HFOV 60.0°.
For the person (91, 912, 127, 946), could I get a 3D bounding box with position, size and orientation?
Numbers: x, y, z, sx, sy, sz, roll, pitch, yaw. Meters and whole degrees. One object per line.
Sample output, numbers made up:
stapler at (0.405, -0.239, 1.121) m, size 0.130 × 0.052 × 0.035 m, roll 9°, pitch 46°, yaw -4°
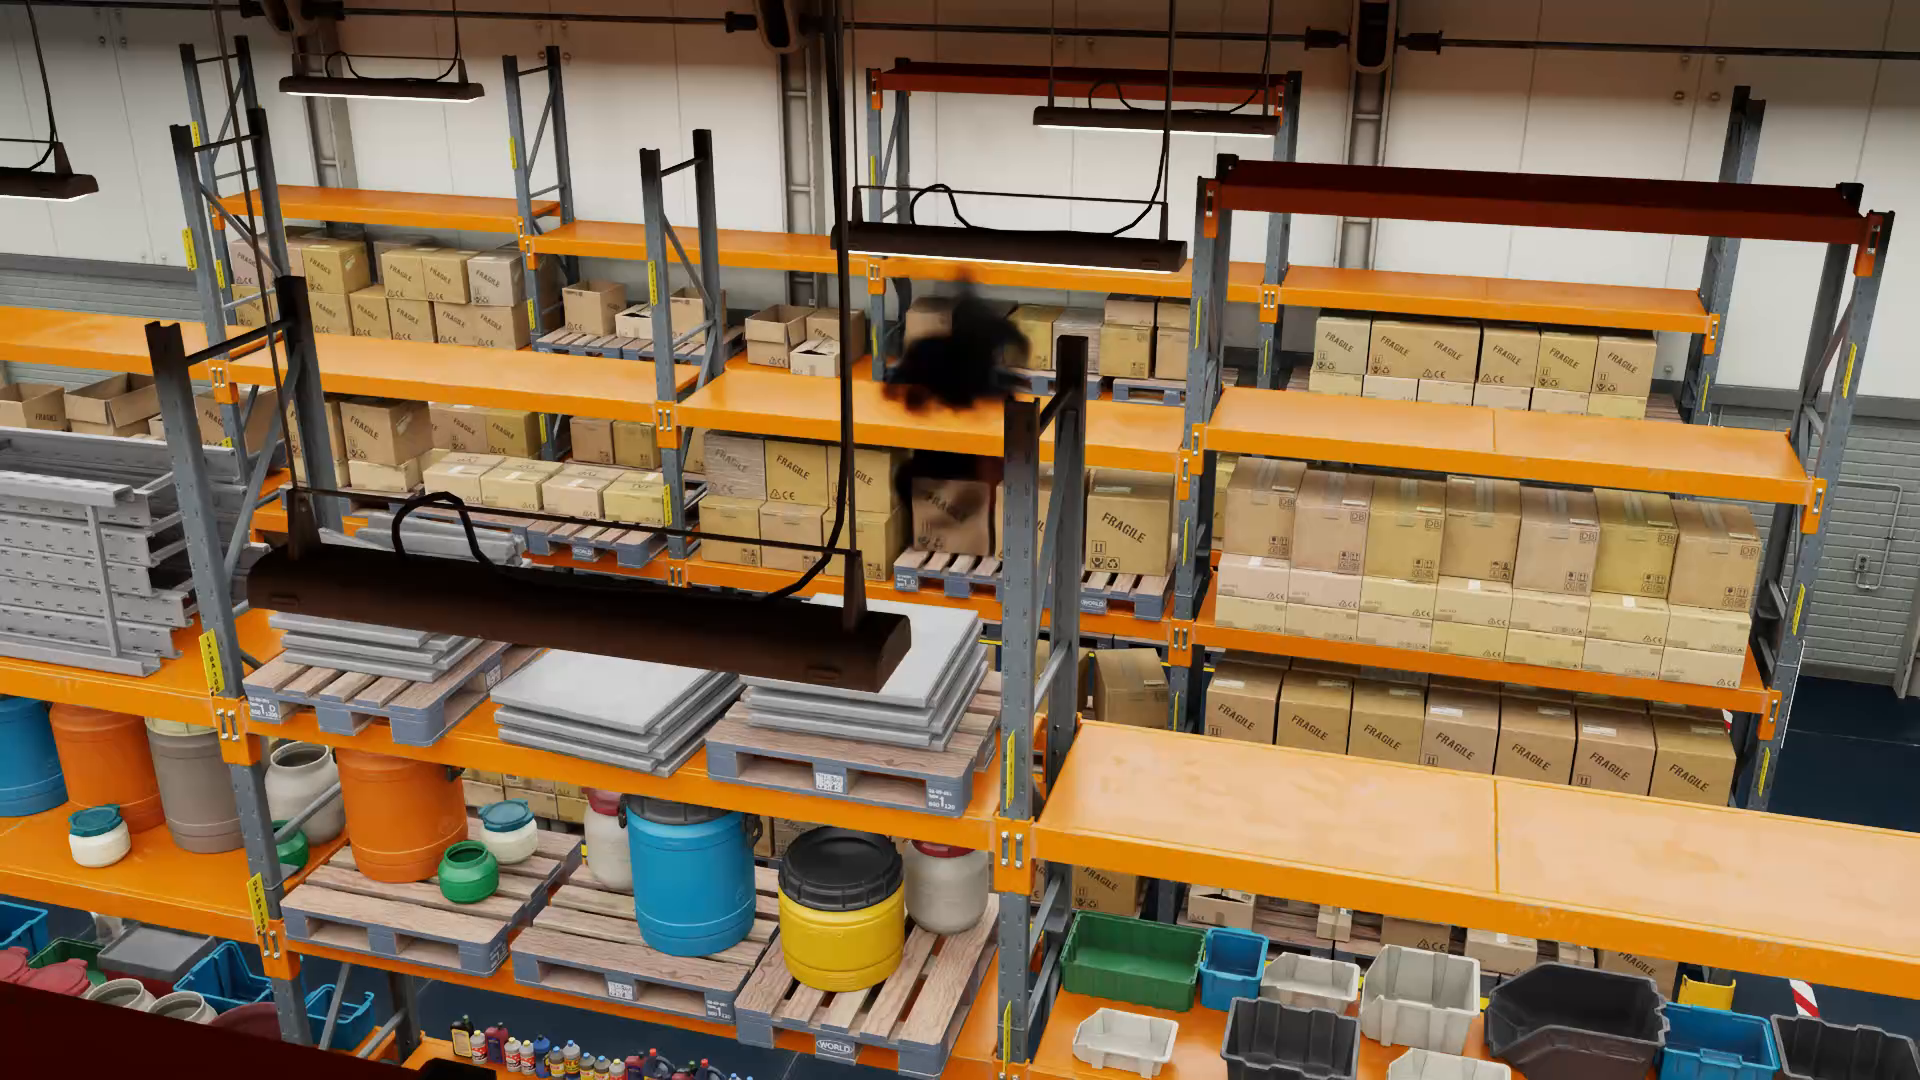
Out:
person at (-6.427, 2.362, 12.778) m, size 0.936 × 1.835 × 0.643 m, roll 5°, pitch 23°, yaw 12°
